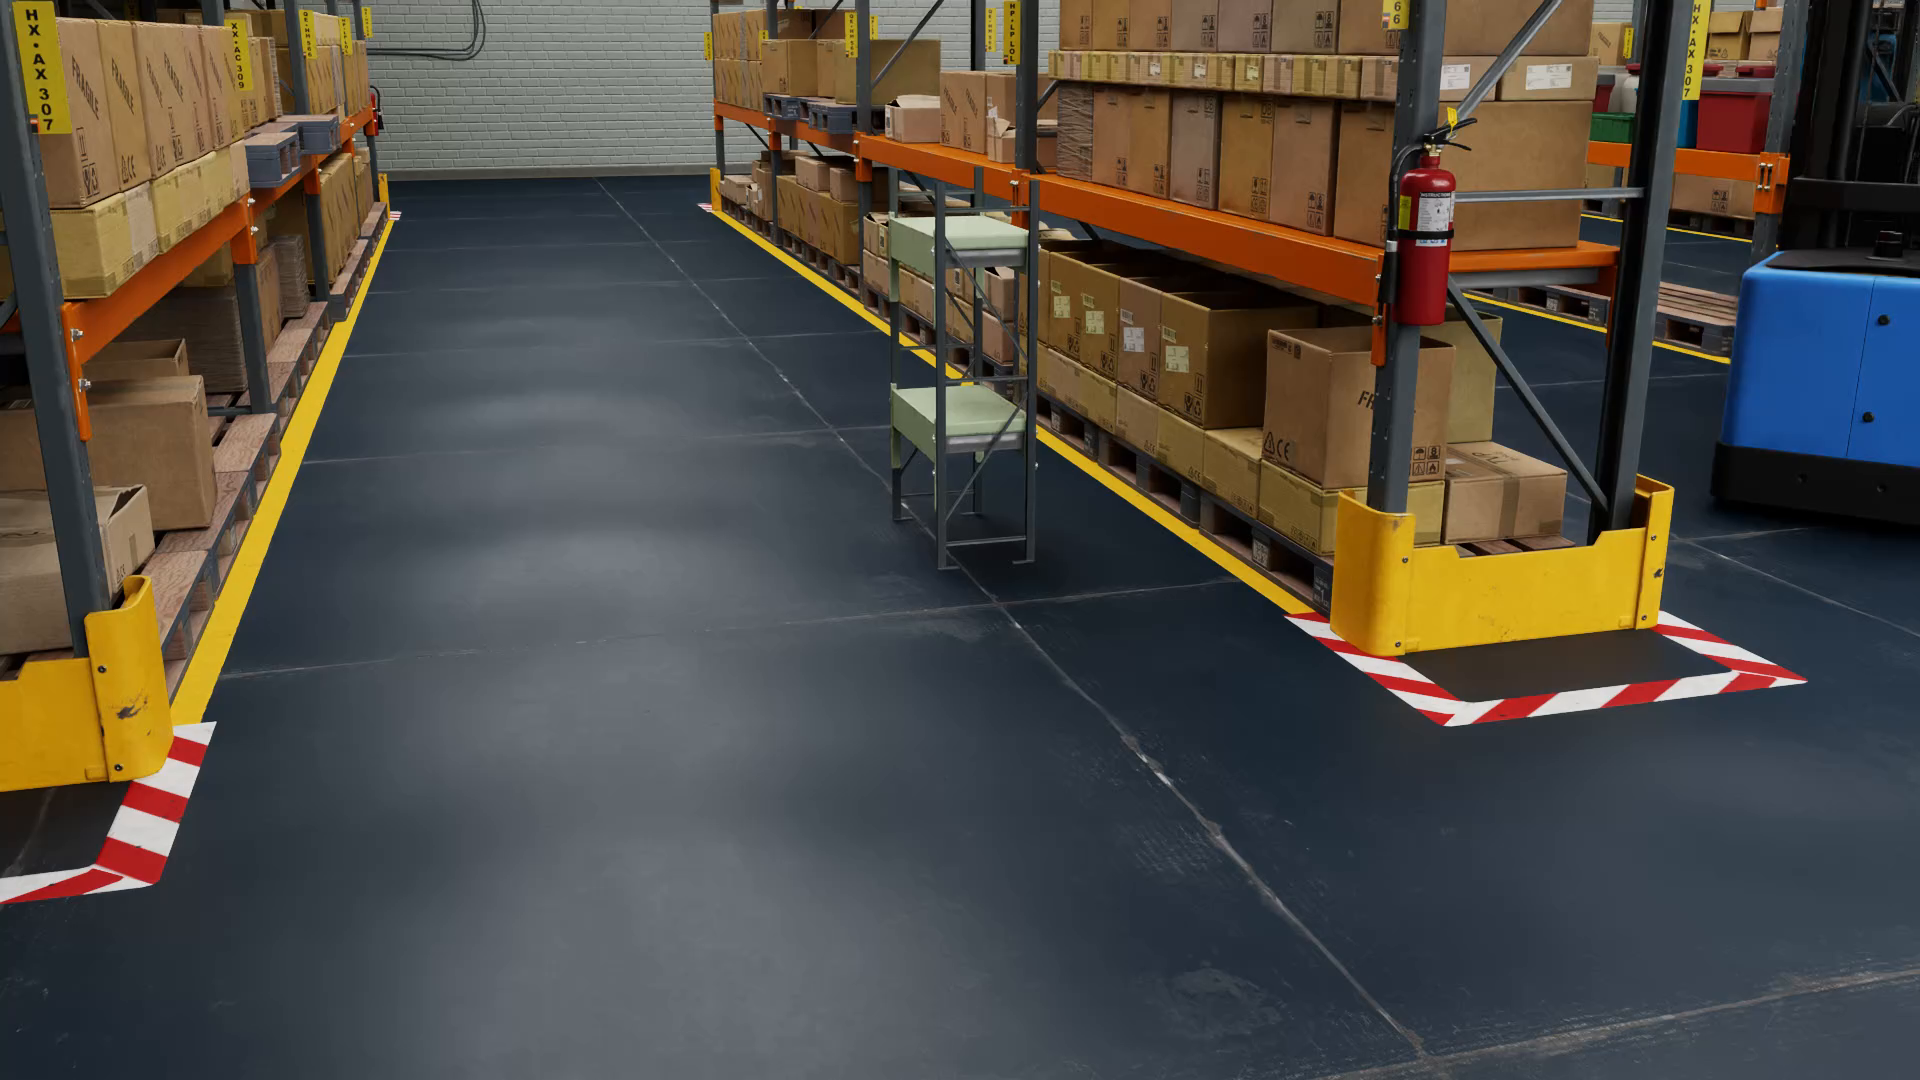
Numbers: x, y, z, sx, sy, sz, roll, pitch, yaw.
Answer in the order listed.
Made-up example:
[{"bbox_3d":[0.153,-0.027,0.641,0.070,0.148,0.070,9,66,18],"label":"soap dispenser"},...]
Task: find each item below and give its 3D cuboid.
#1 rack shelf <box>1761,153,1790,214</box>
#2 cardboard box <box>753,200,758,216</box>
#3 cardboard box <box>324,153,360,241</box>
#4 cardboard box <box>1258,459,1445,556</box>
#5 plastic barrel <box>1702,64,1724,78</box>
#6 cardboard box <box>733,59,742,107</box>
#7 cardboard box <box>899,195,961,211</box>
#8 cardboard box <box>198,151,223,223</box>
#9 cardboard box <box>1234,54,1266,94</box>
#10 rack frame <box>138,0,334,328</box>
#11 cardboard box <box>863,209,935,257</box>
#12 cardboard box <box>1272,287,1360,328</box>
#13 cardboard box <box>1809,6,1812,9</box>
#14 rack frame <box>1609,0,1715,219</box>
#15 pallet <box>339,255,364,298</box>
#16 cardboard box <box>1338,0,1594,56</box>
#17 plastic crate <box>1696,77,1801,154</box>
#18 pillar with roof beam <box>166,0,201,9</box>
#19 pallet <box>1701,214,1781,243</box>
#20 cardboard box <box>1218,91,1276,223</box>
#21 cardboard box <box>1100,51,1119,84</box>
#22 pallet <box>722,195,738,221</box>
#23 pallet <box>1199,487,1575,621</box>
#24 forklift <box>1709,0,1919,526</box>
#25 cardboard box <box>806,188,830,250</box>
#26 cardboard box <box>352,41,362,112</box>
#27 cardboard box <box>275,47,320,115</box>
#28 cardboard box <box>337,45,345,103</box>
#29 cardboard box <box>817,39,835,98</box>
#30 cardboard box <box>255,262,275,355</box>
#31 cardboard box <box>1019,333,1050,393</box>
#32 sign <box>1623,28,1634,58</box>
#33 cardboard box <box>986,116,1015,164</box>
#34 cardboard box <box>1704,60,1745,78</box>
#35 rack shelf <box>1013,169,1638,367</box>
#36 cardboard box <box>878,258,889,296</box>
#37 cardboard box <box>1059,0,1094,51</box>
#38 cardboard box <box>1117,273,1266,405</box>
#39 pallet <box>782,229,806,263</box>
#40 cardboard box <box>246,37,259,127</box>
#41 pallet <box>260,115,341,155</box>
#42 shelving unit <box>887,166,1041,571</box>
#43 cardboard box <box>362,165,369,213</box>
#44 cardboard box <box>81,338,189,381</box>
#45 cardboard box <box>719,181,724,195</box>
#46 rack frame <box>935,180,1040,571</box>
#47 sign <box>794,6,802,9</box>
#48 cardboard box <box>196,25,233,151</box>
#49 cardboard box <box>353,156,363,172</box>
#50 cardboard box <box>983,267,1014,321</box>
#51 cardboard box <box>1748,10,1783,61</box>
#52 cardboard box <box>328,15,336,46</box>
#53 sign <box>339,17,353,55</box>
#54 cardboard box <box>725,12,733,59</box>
[{"bbox_3d":[6.113,-1.737,8.771,1.077,0.370,4.000,-5,17,-15],"label":"rack shelf"},{"bbox_3d":[-1.989,-3.536,17.702,0.380,0.149,0.250,-5,17,-15],"label":"cardboard box"},{"bbox_3d":[-5.857,-3.066,14.953,0.750,0.750,0.750,-4,17,-15],"label":"cardboard box"},{"bbox_3d":[1.468,-0.147,6.276,0.500,0.250,0.500,-5,17,-15],"label":"cardboard box"},{"bbox_3d":[5.310,-3.185,12.104,0.433,0.535,0.433,0,17,0],"label":"plastic barrel"},{"bbox_3d":[-2.212,-5.048,18.369,0.500,0.500,0.500,-4,17,-15],"label":"cardboard box"},{"bbox_3d":[-0.299,-2.657,14.163,0.500,0.500,0.500,-5,18,-17],"label":"cardboard box"},{"bbox_3d":[-3.258,-1.406,6.643,0.500,0.250,0.500,-5,17,-16],"label":"cardboard box"},{"bbox_3d":[1.328,-1.872,6.669,0.380,0.149,0.250,-4,17,-14],"label":"cardboard box"},{"bbox_3d":[-5.061,-2.958,11.585,1.000,3.000,0.127,-5,17,-15],"label":"rack frame"},{"bbox_3d":[-0.438,-2.335,12.587,0.500,0.311,0.500,-4,17,-13],"label":"cardboard box"},{"bbox_3d":[1.677,-0.822,7.222,0.500,0.500,0.500,-5,17,-15],"label":"cardboard box"},{"bbox_3d":[11.838,-7.095,22.928,0.500,0.500,0.500,-4,17,-14],"label":"cardboard box"},{"bbox_3d":[8.127,-5.239,19.179,1.000,3.000,0.127,-5,17,-15],"label":"rack frame"},{"bbox_3d":[-5.537,-2.183,13.853,1.003,0.211,1.213,-5,17,-15],"label":"pallet"},{"bbox_3d":[1.769,-1.952,5.806,0.700,0.500,0.500,-5,17,-15],"label":"cardboard box"},{"bbox_3d":[5.136,-2.775,10.865,0.402,0.464,0.583,-5,17,-15],"label":"plastic crate"},{"bbox_3d":[-3.045,-7.403,15.955,9.100,9.000,0.400,-5,17,-15],"label":"pillar with roof beam"},{"bbox_3d":[8.751,-3.358,17.764,1.003,0.211,1.213,-5,17,-15],"label":"pallet"},{"bbox_3d":[1.503,-1.598,6.885,0.700,0.500,0.500,-5,17,-15],"label":"cardboard box"},{"bbox_3d":[0.903,-2.300,8.093,0.380,0.149,0.250,-5,17,-16],"label":"cardboard box"},{"bbox_3d":[-2.257,-3.986,19.856,1.003,0.211,1.213,-5,17,-15],"label":"pallet"},{"bbox_3d":[1.649,-0.010,6.619,1.003,0.211,1.213,-5,17,-15],"label":"pallet"},{"bbox_3d":[4.568,-1.804,7.862,1.130,2.935,3.031,11,20,32],"label":"forklift"},{"bbox_3d":[-1.074,-2.892,14.946,0.500,0.500,0.500,-5,18,-17],"label":"cardboard box"},{"bbox_3d":[-6.699,-4.762,17.070,0.980,0.700,0.700,-6,18,-18],"label":"cardboard box"},{"bbox_3d":[-4.949,-3.312,12.039,0.500,0.500,0.500,-4,17,-14],"label":"cardboard box"},{"bbox_3d":[-5.791,-4.156,14.849,0.500,0.500,0.500,-5,17,-16],"label":"cardboard box"},{"bbox_3d":[-0.854,-4.222,14.890,0.700,0.500,0.500,-10,19,-29],"label":"cardboard box"},{"bbox_3d":[-4.472,-1.350,9.814,0.700,0.500,0.500,-4,17,-15],"label":"cardboard box"},{"bbox_3d":[0.636,-0.976,9.037,0.500,0.250,0.500,-5,17,-15],"label":"cardboard box"},{"bbox_3d":[7.594,-5.647,18.896,0.100,0.325,0.005,-5,17,-15],"label":"sign"},{"bbox_3d":[0.382,-2.408,9.989,0.396,0.266,0.258,-5,17,-17],"label":"cardboard box"},{"bbox_3d":[8.289,-4.862,17.752,0.500,0.500,0.500,-5,17,-17],"label":"cardboard box"},{"bbox_3d":[1.350,-1.346,7.470,1.077,0.370,4.000,-5,17,-15],"label":"rack shelf"},{"bbox_3d":[-0.299,-1.928,12.205,0.500,0.250,0.500,-5,17,-17],"label":"cardboard box"},{"bbox_3d":[0.928,-2.791,8.601,0.700,0.500,0.500,-5,17,-15],"label":"cardboard box"},{"bbox_3d":[1.041,-0.920,7.546,0.500,0.500,0.500,-5,17,-15],"label":"cardboard box"},{"bbox_3d":[-1.139,-2.899,16.237,1.003,0.211,1.213,-5,17,-15],"label":"pallet"},{"bbox_3d":[-4.427,-2.588,9.416,0.700,0.500,0.500,-2,17,-8],"label":"cardboard box"},{"bbox_3d":[-4.763,-2.677,10.984,1.213,0.211,1.003,-5,17,-15],"label":"pallet"},{"bbox_3d":[0.002,-0.716,6.730,0.431,1.500,0.755,-5,17,-15],"label":"shelving unit"},{"bbox_3d":[-6.695,-3.711,17.709,0.700,0.500,0.500,-5,18,-17],"label":"cardboard box"},{"bbox_3d":[-3.638,-0.581,7.252,0.500,0.500,0.500,-6,18,-19],"label":"cardboard box"},{"bbox_3d":[-2.713,-4.266,20.129,0.380,0.149,0.250,-5,17,-15],"label":"cardboard box"},{"bbox_3d":[0.102,-0.615,6.393,0.400,1.500,0.023,-5,17,-15],"label":"rack frame"},{"bbox_3d":[-1.959,-6.308,20.174,0.100,0.325,0.005,-5,17,-15],"label":"sign"},{"bbox_3d":[-3.392,-1.904,7.000,0.500,0.500,0.500,-5,17,-16],"label":"cardboard box"},{"bbox_3d":[-6.330,-3.847,17.034,0.380,0.149,0.250,-5,17,-17],"label":"cardboard box"},{"bbox_3d":[0.413,-1.486,9.760,0.500,0.311,0.500,-5,17,-15],"label":"cardboard box"},{"bbox_3d":[8.674,-5.230,17.231,0.797,0.503,0.637,-4,17,-13],"label":"cardboard box"},{"bbox_3d":[-5.655,-4.372,14.264,0.500,0.250,0.500,-4,17,-14],"label":"cardboard box"},{"bbox_3d":[-5.641,-4.626,15.265,0.100,0.325,0.005,-5,17,-15],"label":"sign"},{"bbox_3d":[-2.346,-5.664,18.681,0.500,0.500,0.500,-4,17,-14],"label":"cardboard box"}]
